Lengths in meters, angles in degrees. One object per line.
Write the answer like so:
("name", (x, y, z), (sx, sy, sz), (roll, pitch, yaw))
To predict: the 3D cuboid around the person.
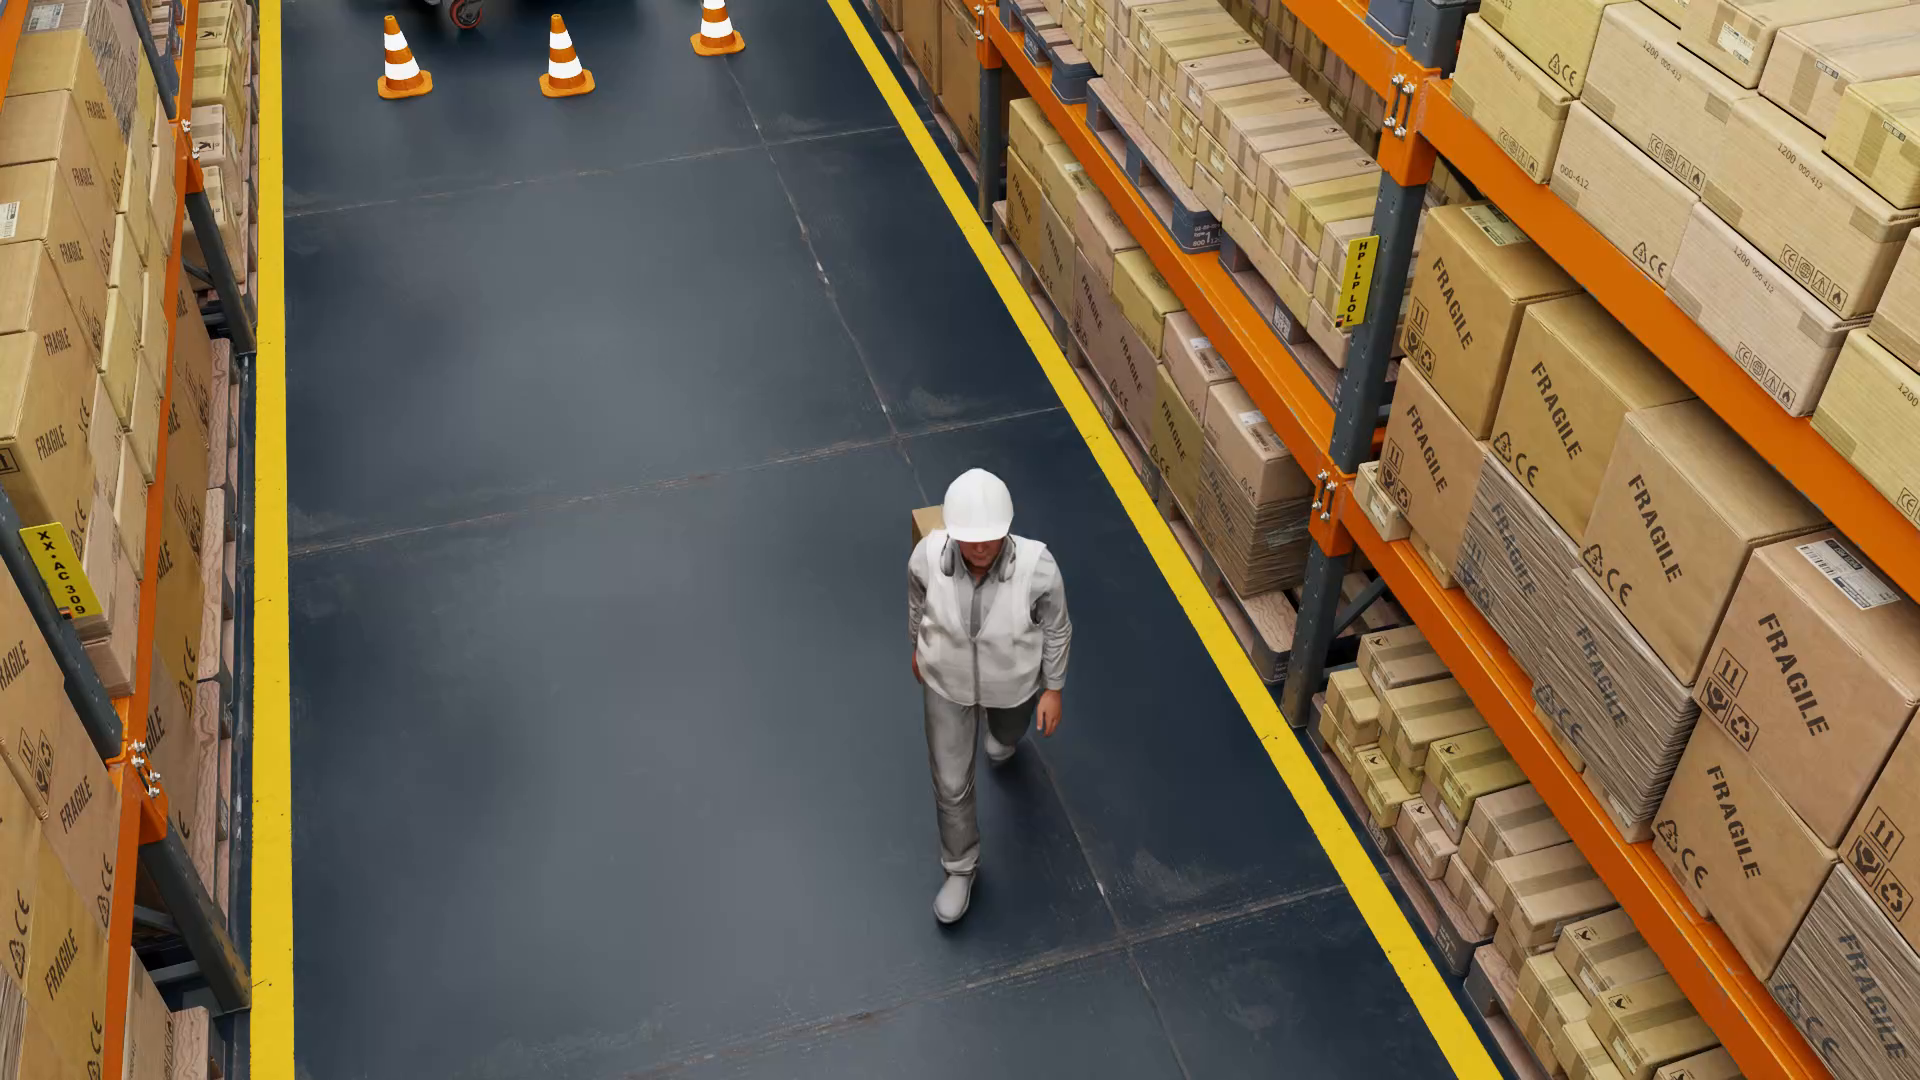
("person", (0.097, 0.419, 5.685), (0.554, 1.735, 1.012), (3, 42, 3))
